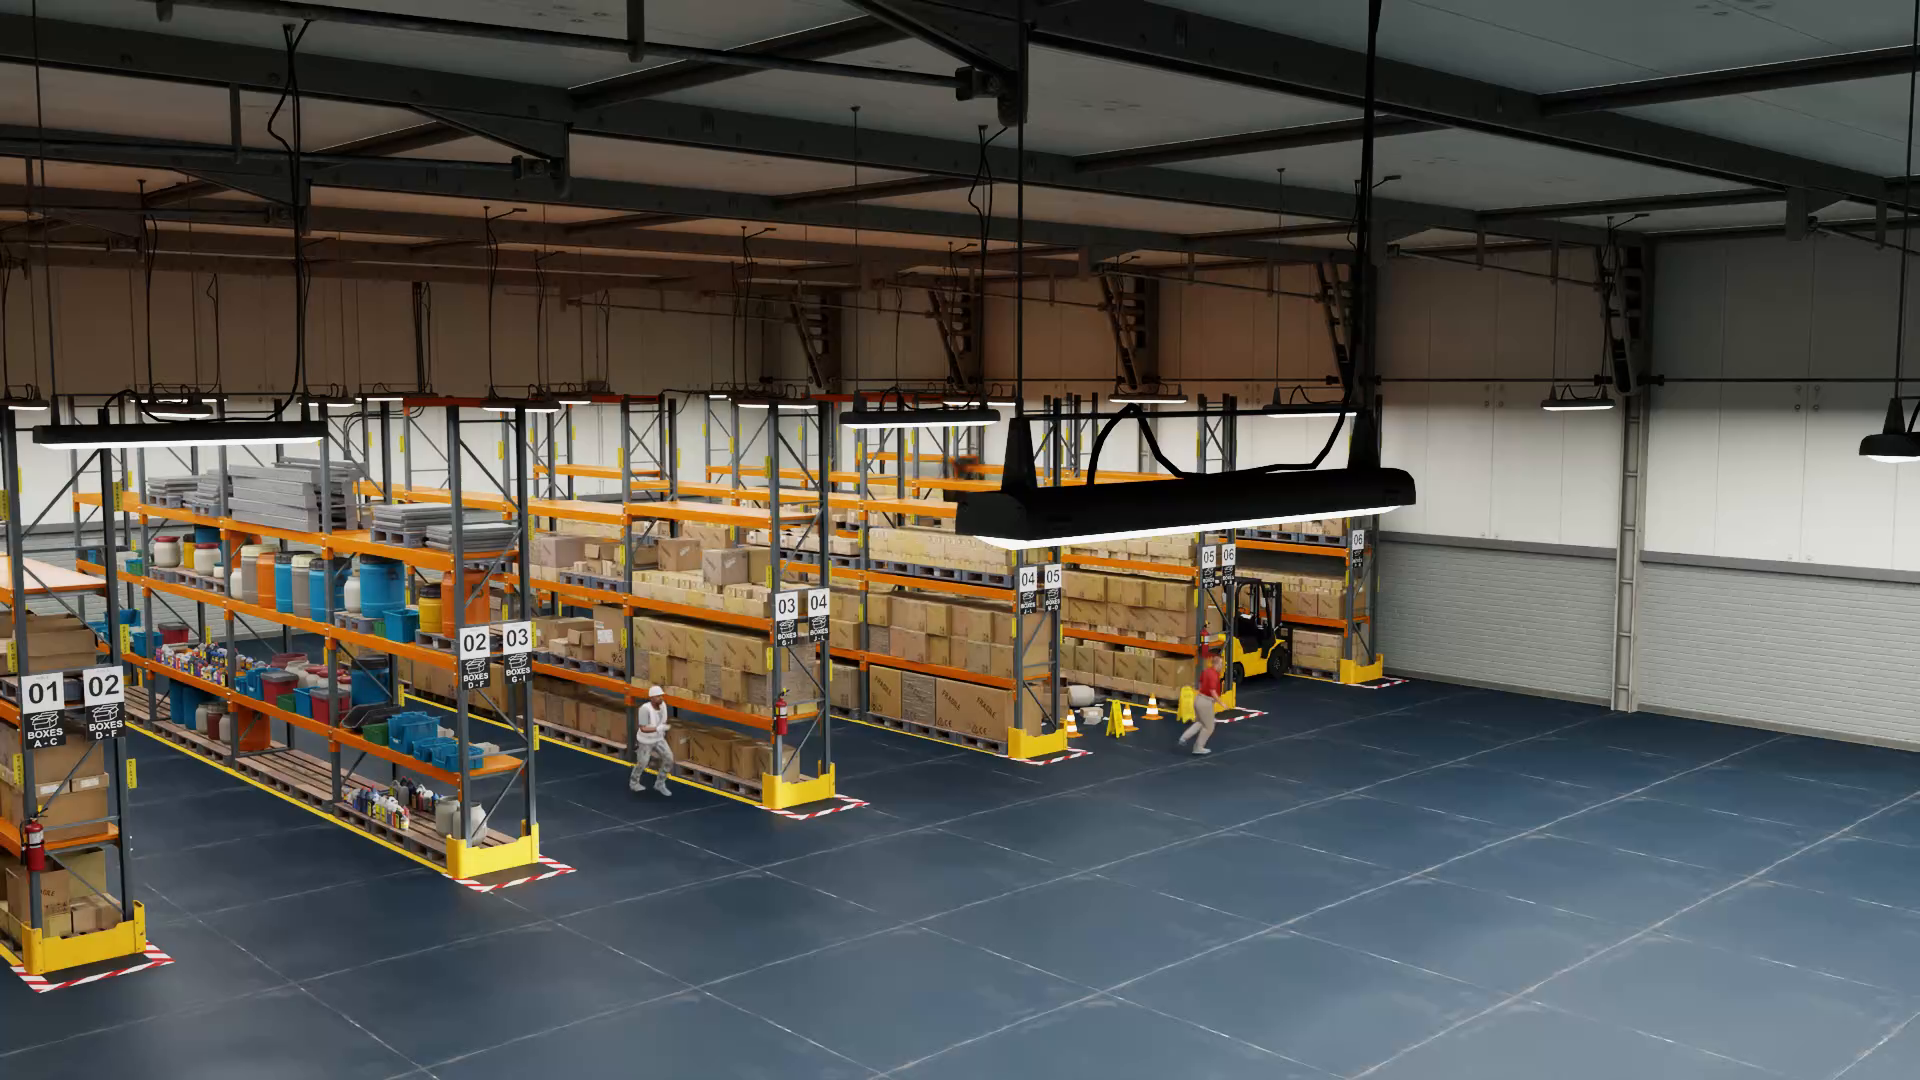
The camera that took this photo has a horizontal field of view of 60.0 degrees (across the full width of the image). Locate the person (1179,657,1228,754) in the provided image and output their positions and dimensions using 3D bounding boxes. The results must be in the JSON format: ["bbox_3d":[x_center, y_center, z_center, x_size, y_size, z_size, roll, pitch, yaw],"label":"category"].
[{"bbox_3d":[4.125,2.788,28.154,0.766,1.651,0.646,-1,6,-8],"label":"person"}]

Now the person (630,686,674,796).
[{"bbox_3d":[-4.660,3.036,25.161,0.951,1.721,0.634,5,7,42],"label":"person"}]
